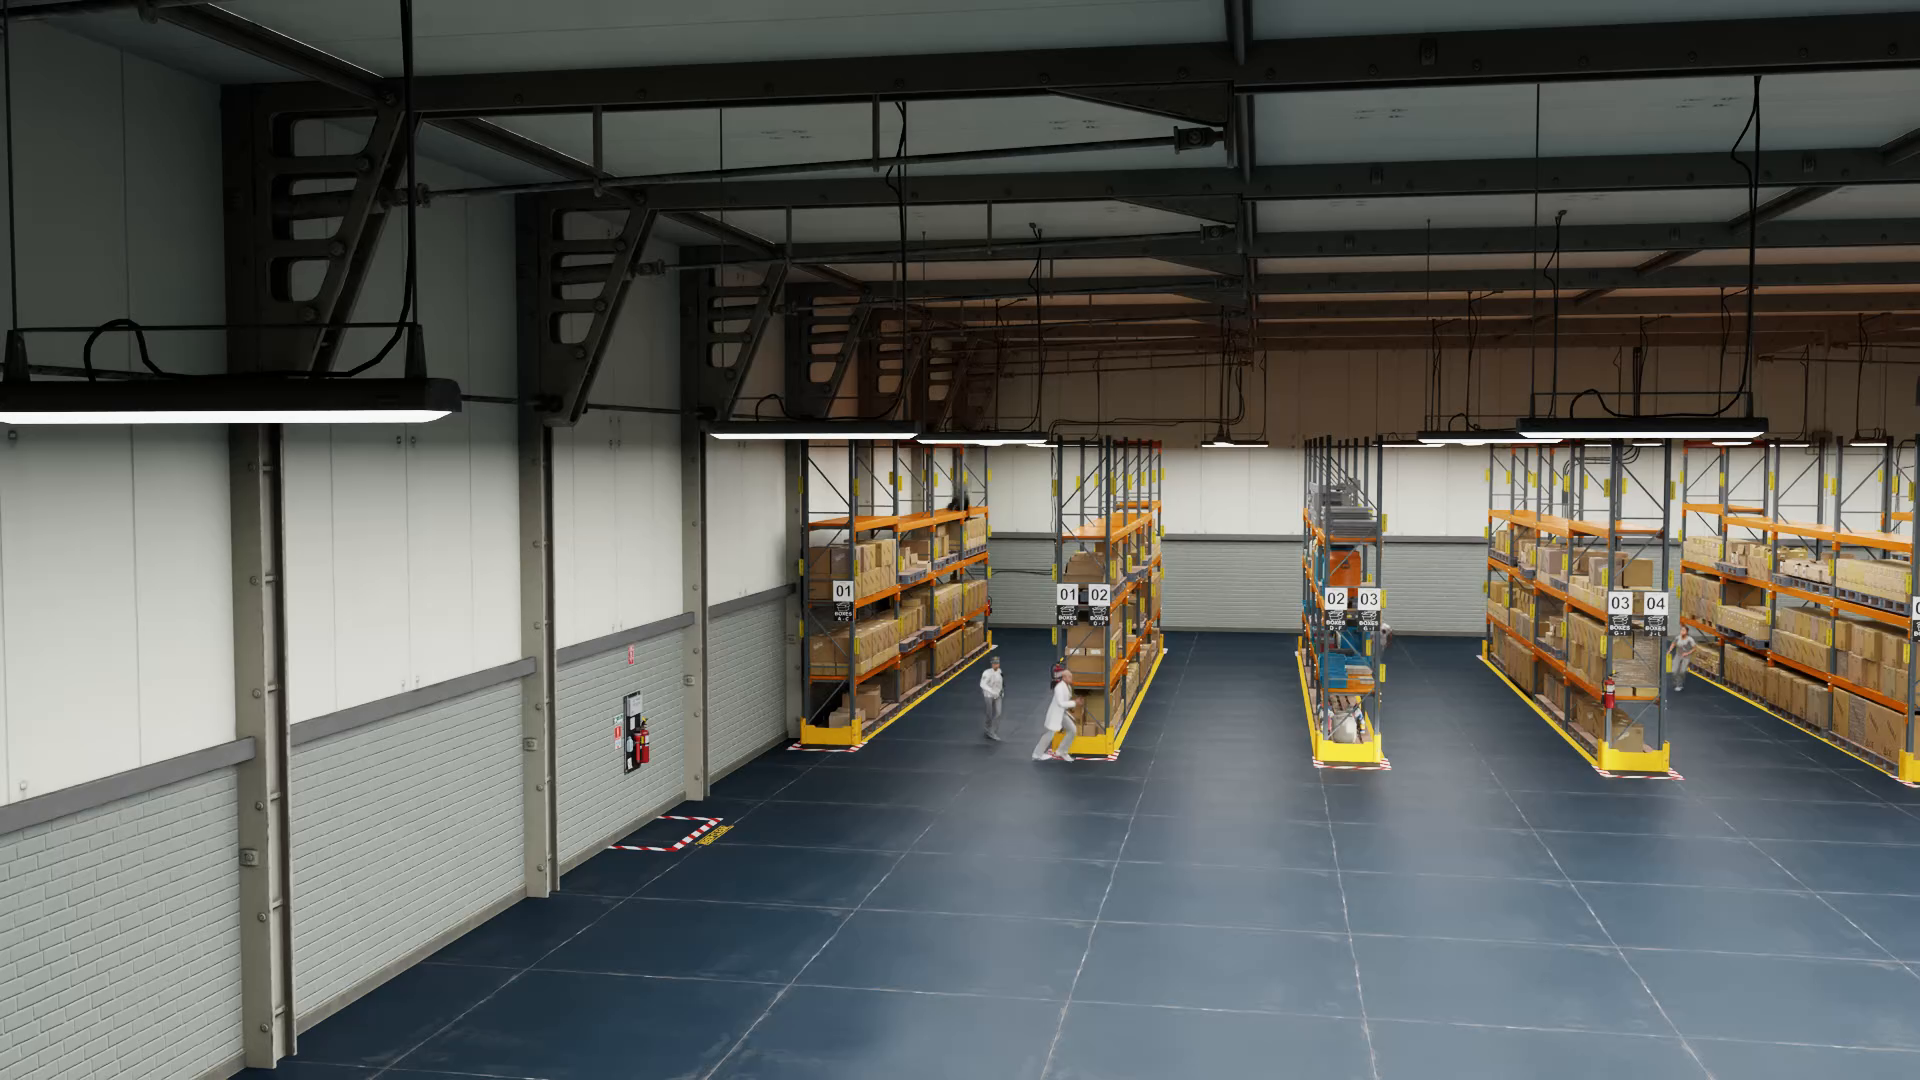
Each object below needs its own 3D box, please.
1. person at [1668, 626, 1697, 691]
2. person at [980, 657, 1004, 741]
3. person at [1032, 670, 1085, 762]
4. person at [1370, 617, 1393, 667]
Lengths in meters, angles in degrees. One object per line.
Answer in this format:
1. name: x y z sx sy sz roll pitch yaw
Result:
1. person: 17.216 2.815 39.597 0.641 1.580 0.535 3 4 40
2. person: 0.604 3.115 33.006 0.587 1.661 0.790 -1 3 -23
3. person: 1.816 3.224 30.429 1.032 1.725 0.701 2 3 28
4. person: 10.783 2.681 42.629 0.585 1.492 0.876 1 3 10
